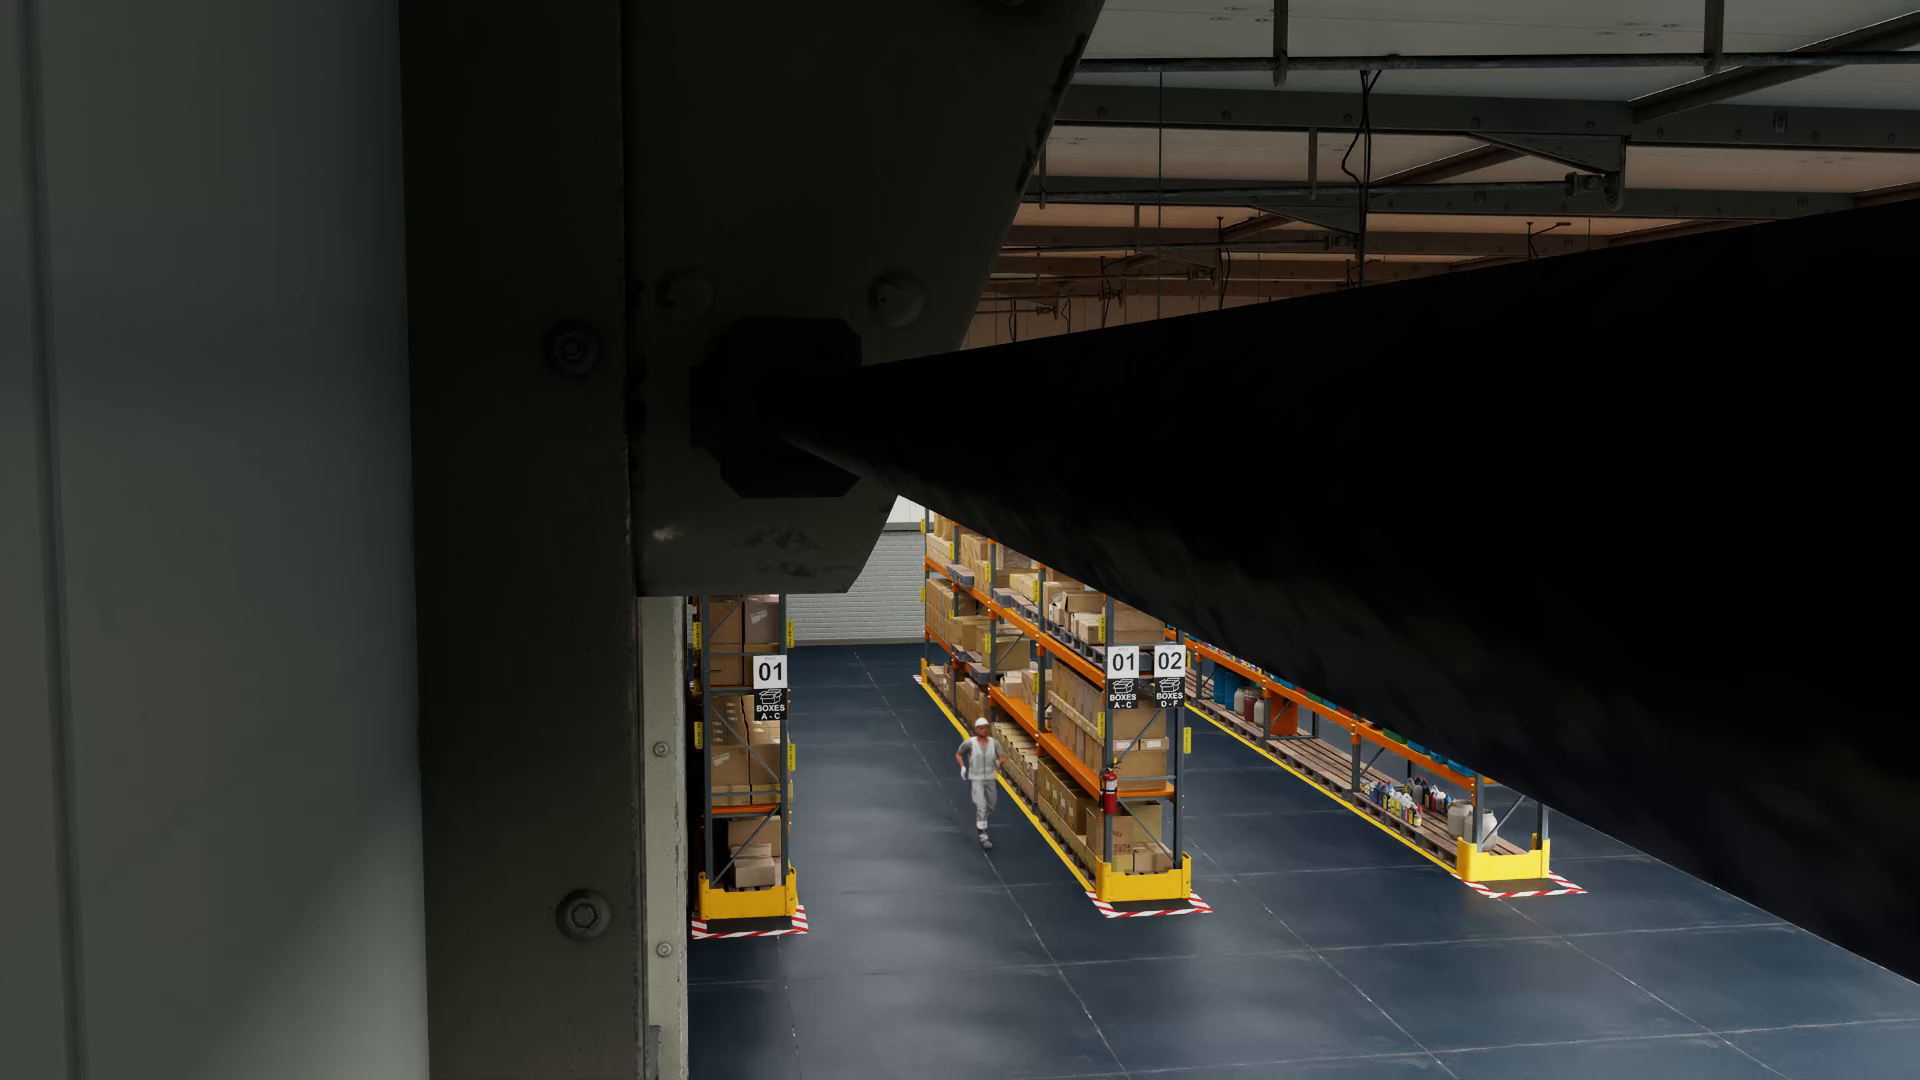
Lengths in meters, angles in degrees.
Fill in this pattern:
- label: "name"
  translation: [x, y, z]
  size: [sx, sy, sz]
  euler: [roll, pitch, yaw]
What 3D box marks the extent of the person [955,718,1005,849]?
- label: "person"
  translation: [0.310, 3.377, 23.380]
  size: [0.667, 1.768, 0.967]
  euler: [-2, 5, -17]
